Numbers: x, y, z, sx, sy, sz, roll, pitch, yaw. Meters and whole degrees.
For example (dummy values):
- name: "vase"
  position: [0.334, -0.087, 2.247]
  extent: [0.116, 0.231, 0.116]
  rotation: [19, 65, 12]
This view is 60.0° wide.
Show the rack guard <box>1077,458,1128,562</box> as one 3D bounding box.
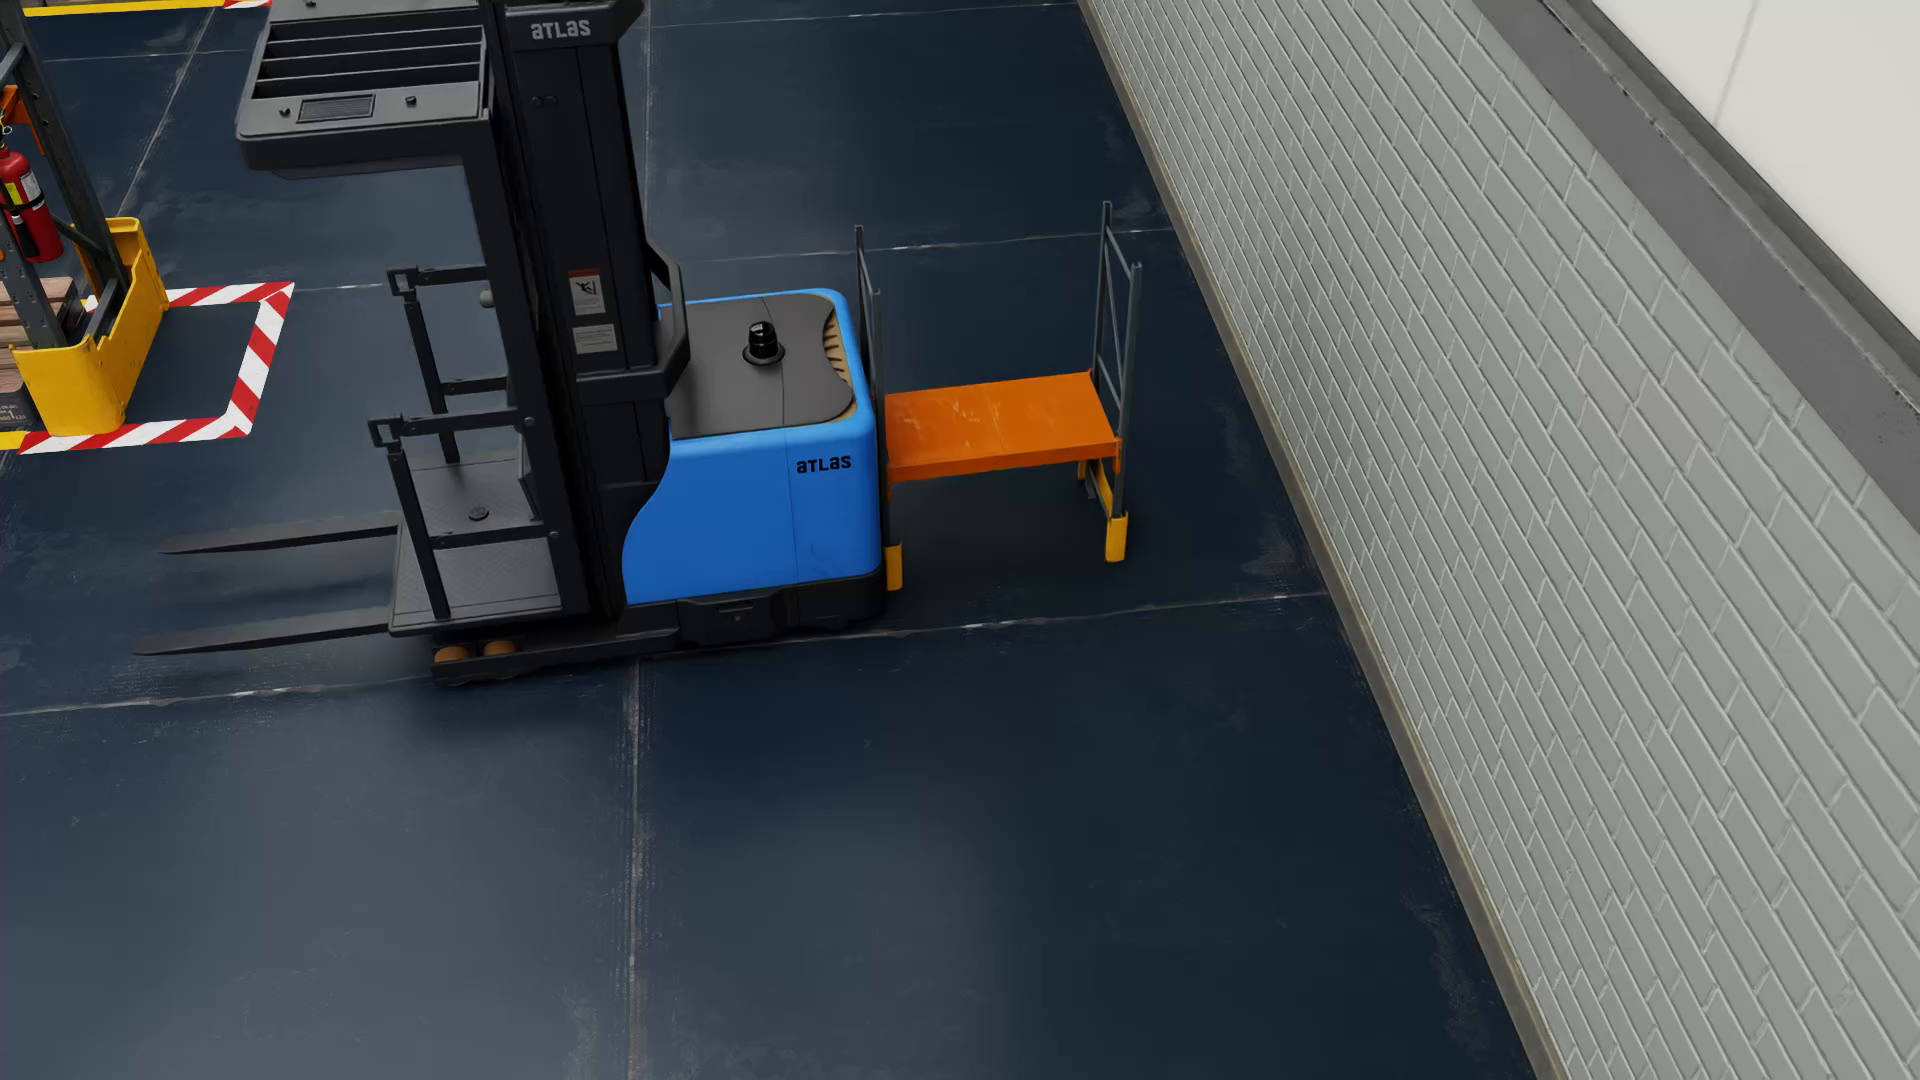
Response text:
- name: "rack guard"
  position: [0.639, -0.190, 7.490]
  extent: [0.087, 0.250, 0.587]
  rotation: [-7, 43, -8]

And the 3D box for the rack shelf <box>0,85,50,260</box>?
- name: "rack shelf"
  position: [-6.316, -1.556, 7.487]
  extent: [4.000, 0.370, 1.077]
  rotation: [-5, 42, -6]

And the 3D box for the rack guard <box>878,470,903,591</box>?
- name: "rack guard"
  position: [-0.340, -0.068, 7.354]
  extent: [0.087, 0.250, 0.587]
  rotation: [-7, 43, -8]

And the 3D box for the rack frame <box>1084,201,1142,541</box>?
- name: "rack frame"
  position: [0.641, -0.655, 7.071]
  extent: [0.032, 1.500, 0.500]
  rotation: [-7, 43, -8]

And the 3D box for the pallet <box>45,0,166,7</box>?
- name: "pallet"
  position: [-5.837, -4.174, 11.936]
  extent: [1.213, 0.211, 1.003]
  rotation: [-5, 42, -6]

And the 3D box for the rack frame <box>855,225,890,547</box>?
- name: "rack frame"
  position: [-0.359, -0.530, 6.933]
  extent: [0.032, 1.500, 0.500]
  rotation: [-7, 43, -8]

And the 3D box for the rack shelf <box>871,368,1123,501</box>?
- name: "rack shelf"
  position: [0.141, -0.459, 7.123]
  extent: [1.000, 0.185, 0.538]
  rotation: [-7, 43, -8]

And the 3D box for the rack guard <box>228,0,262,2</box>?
- name: "rack guard"
  position: [-5.047, -4.352, 11.916]
  extent: [0.348, 0.500, 1.175]
  rotation: [-5, 42, -6]

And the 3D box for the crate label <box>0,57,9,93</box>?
- name: "crate label"
  position: [-4.620, -2.154, 7.693]
  extent: [0.303, 0.233, 0.416]
  rotation: [-5, 42, -6]

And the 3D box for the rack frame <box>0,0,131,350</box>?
- name: "rack frame"
  position: [-4.333, -1.996, 7.439]
  extent: [0.127, 3.000, 1.000]
  rotation: [-5, 42, -6]

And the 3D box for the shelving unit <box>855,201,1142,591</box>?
- name: "shelving unit"
  position: [0.150, -0.594, 7.003]
  extent: [1.083, 1.500, 0.587]
  rotation: [-7, 43, -8]

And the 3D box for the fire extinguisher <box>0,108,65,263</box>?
- name: "fire extinguisher"
  position: [-4.124, -1.540, 7.270]
  extent: [0.183, 0.674, 0.296]
  rotation: [-5, 42, -6]

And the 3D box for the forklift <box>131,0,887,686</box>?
- name: "forklift"
  position: [-1.879, -0.877, 6.250]
  extent: [3.031, 2.935, 1.130]
  rotation: [-7, 43, -8]

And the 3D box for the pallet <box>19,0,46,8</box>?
- name: "pallet"
  position: [-7.044, -4.071, 11.821]
  extent: [1.213, 0.211, 1.003]
  rotation: [-5, 42, -6]

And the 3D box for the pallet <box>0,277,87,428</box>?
- name: "pallet"
  position: [-5.156, -0.915, 8.322]
  extent: [1.213, 0.211, 1.003]
  rotation: [-5, 42, -6]

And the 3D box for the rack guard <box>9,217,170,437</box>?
- name: "rack guard"
  position: [-4.311, -1.079, 8.288]
  extent: [0.348, 0.500, 1.175]
  rotation: [-5, 42, -6]
